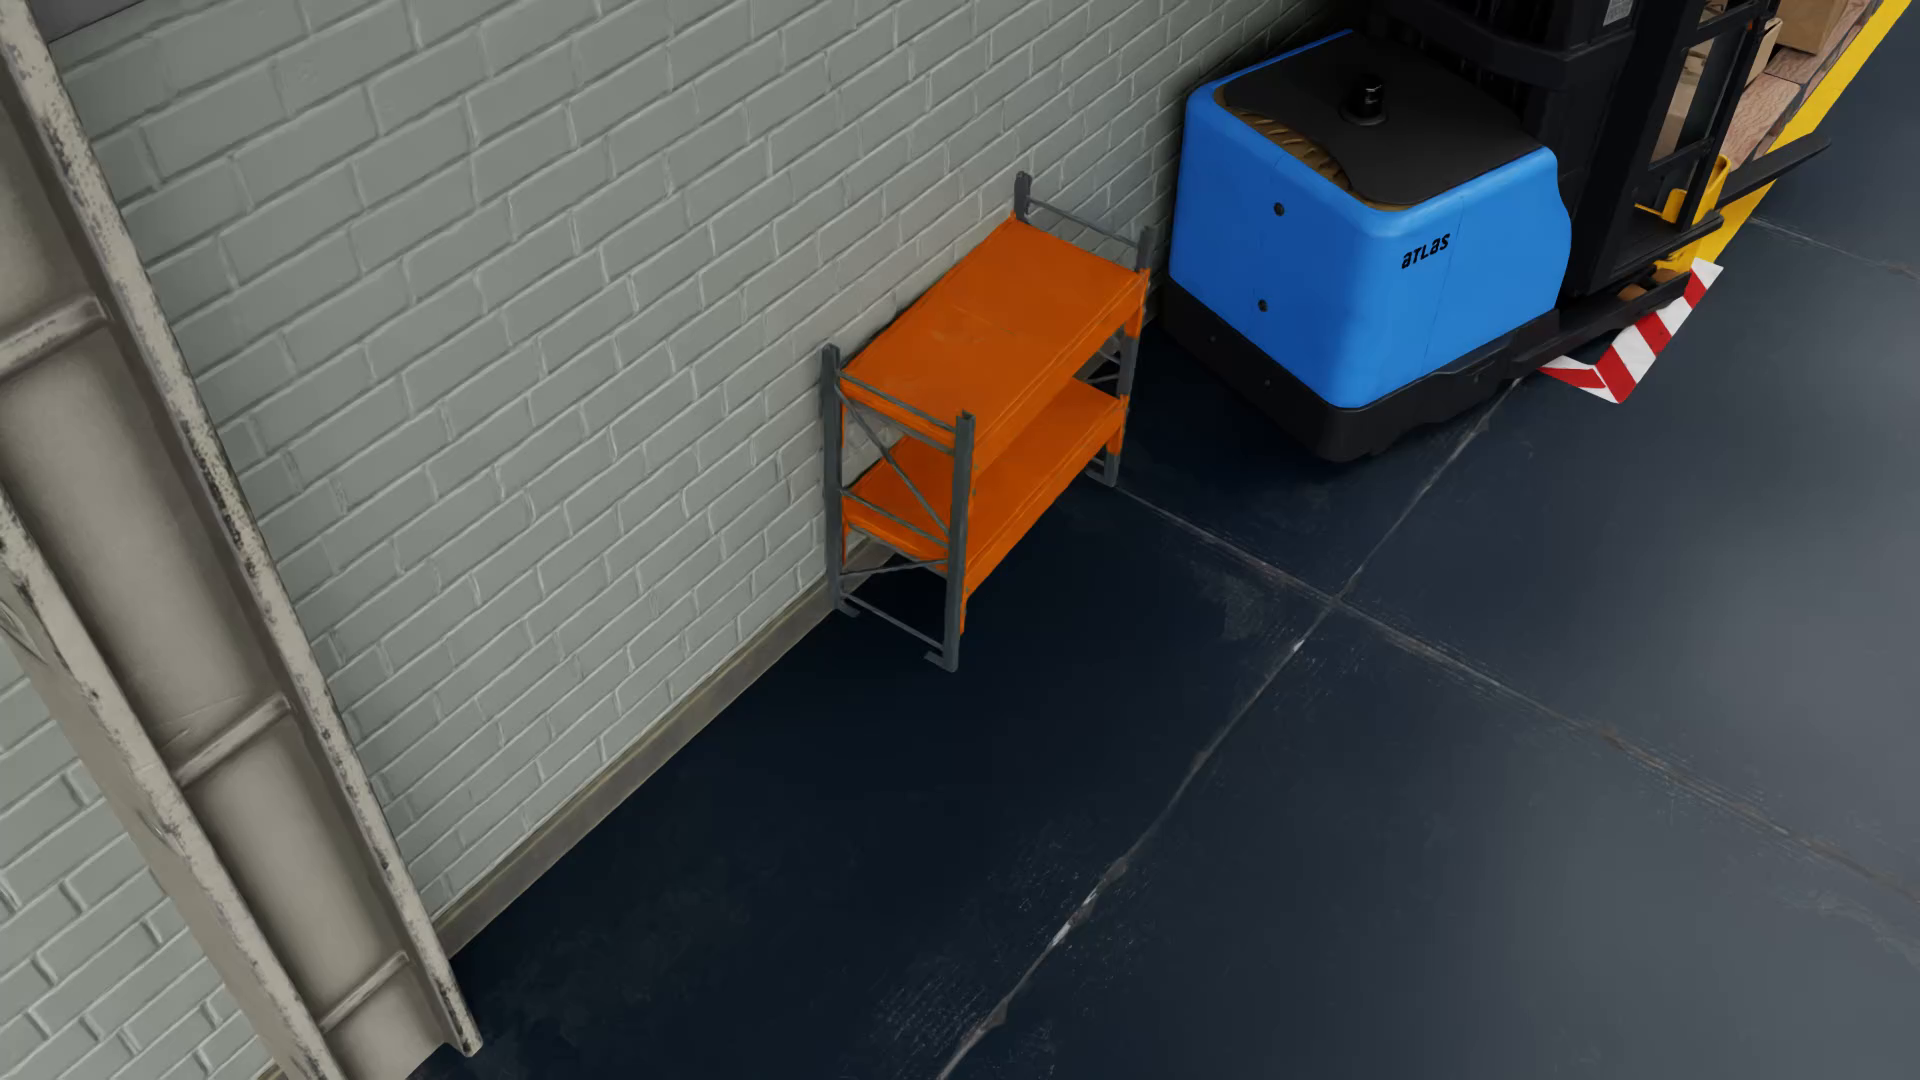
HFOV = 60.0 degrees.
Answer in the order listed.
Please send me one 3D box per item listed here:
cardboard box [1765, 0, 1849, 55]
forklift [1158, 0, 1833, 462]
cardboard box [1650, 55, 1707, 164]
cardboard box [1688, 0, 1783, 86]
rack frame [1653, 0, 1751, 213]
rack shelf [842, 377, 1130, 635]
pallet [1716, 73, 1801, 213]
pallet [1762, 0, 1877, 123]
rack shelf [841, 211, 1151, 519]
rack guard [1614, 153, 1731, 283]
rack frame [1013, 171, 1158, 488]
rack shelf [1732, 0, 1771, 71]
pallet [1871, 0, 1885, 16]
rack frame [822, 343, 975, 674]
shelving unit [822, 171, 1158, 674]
[{"bbox_3d":[3.739,-2.661,7.642,0.700,0.500,0.500,26,52,23],"label":"cardboard box"},{"bbox_3d":[2.275,-2.142,5.769,3.031,2.935,1.130,-26,52,-23],"label":"forklift"},{"bbox_3d":[2.903,-1.871,7.018,0.500,0.311,0.500,24,51,21],"label":"cardboard box"},{"bbox_3d":[3.251,-2.198,7.330,0.500,0.311,0.500,34,55,28],"label":"cardboard box"},{"bbox_3d":[2.409,-2.292,5.865,1.000,3.000,0.127,29,53,25],"label":"rack frame"},{"bbox_3d":[0.073,-0.208,5.489,0.538,0.278,1.000,28,52,20],"label":"rack shelf"},{"bbox_3d":[2.980,-1.822,7.344,1.003,0.211,1.213,29,53,25],"label":"pallet"},{"bbox_3d":[3.726,-2.517,8.008,1.003,0.211,1.213,29,53,25],"label":"pallet"},{"bbox_3d":[0.097,-0.566,5.089,0.538,0.278,1.000,28,52,20],"label":"rack shelf"},{"bbox_3d":[2.455,-1.472,6.811,1.175,0.500,0.348,29,53,25],"label":"rack guard"},{"bbox_3d":[0.367,-0.678,5.597,0.500,1.125,0.032,28,52,20],"label":"rack frame"},{"bbox_3d":[3.631,-3.188,7.218,1.077,0.370,4.000,29,53,25],"label":"rack shelf"},{"bbox_3d":[4.471,-3.218,8.678,1.003,0.211,1.213,29,53,25],"label":"pallet"},{"bbox_3d":[-0.198,-0.064,5.016,0.500,1.125,0.032,28,52,20],"label":"rack frame"},{"bbox_3d":[0.084,-0.371,5.307,0.538,1.125,1.048,28,52,20],"label":"shelving unit"}]
